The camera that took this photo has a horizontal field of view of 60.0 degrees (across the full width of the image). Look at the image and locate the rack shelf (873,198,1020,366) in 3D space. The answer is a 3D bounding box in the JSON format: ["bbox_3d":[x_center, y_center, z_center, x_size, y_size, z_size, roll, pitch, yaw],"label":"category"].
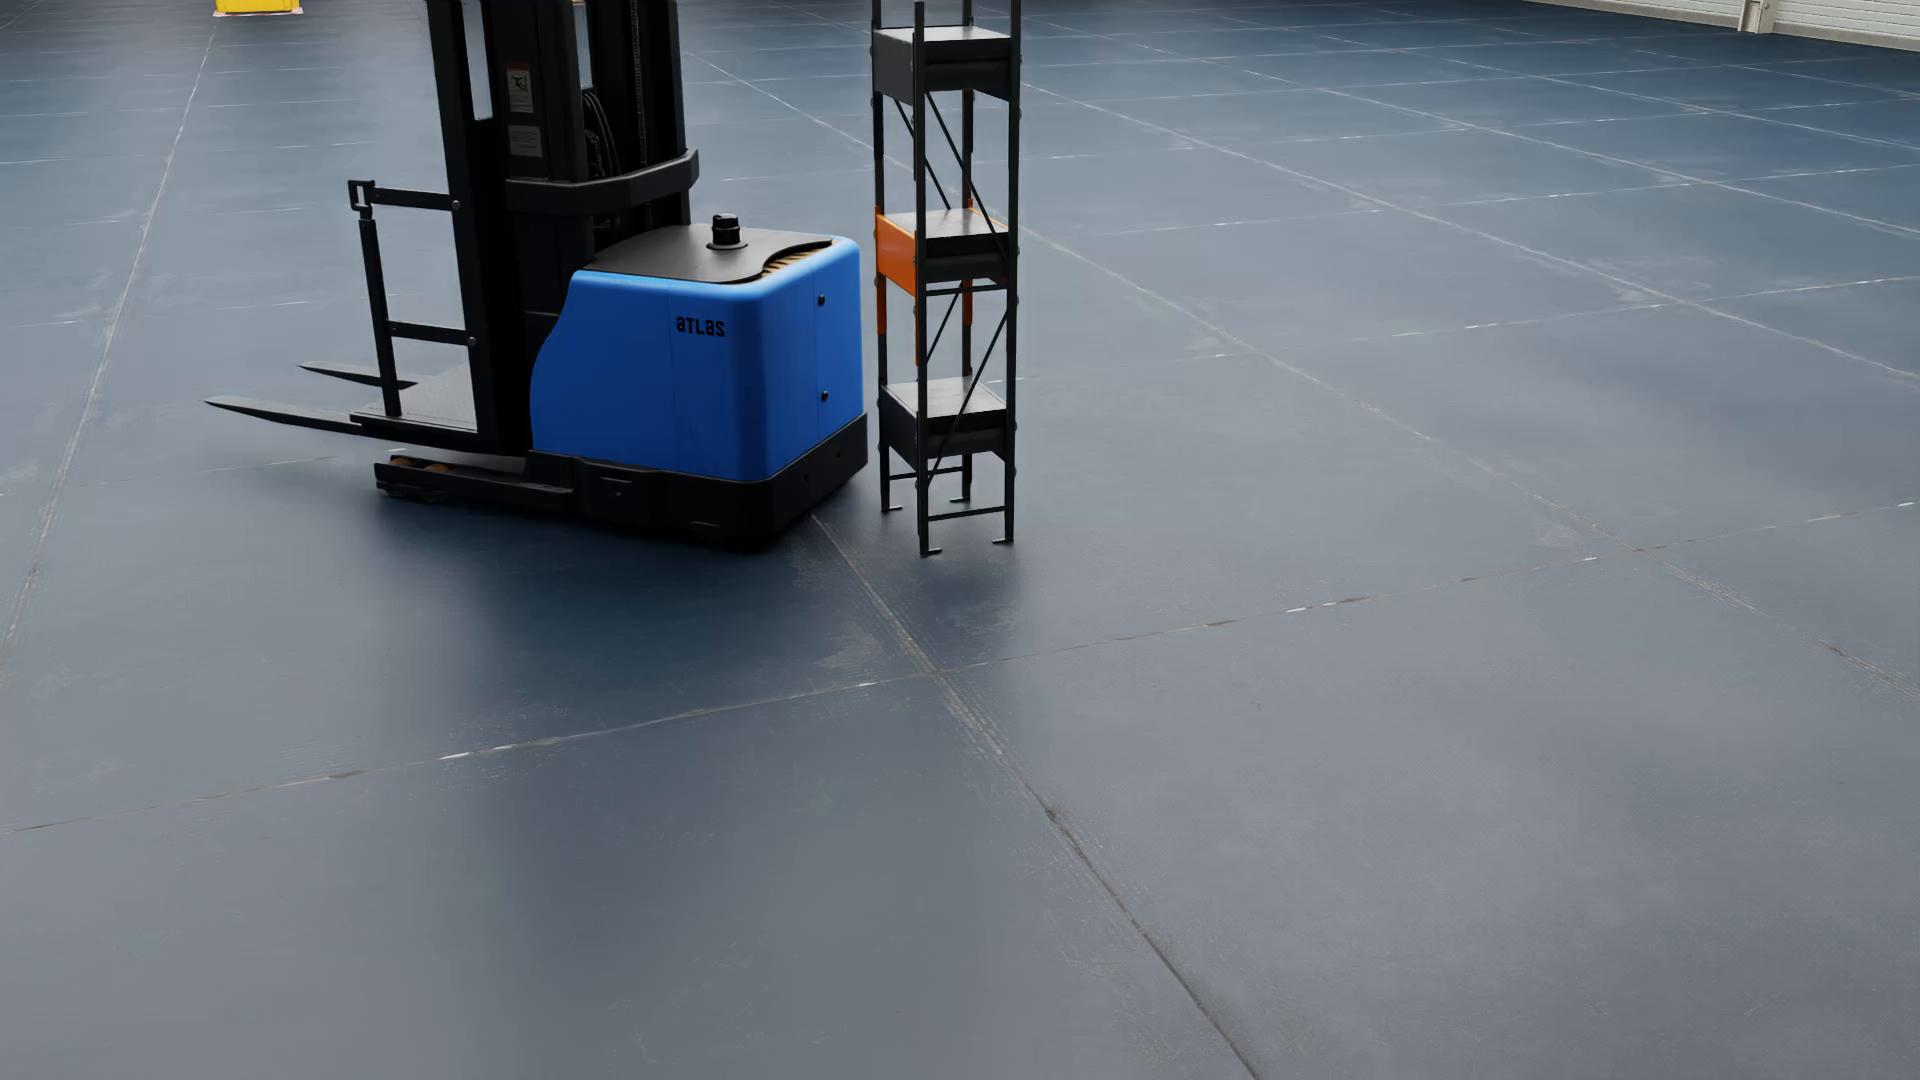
[{"bbox_3d":[-0.058,-1.015,6.490,0.431,0.518,0.480,-8,24,-19],"label":"rack shelf"}]

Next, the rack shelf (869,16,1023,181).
[{"bbox_3d":[-0.058,-1.660,6.218,0.431,0.518,0.480,-8,24,-19],"label":"rack shelf"}]

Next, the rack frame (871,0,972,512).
[{"bbox_3d":[-0.145,-1.116,6.695,0.400,2.100,0.015,-8,24,-19],"label":"rack frame"}]

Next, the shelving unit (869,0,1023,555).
[{"bbox_3d":[-0.058,-1.028,6.485,0.431,2.100,0.503,-8,24,-19],"label":"shelving unit"}]

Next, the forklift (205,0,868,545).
[{"bbox_3d":[-1.976,-1.686,6.976,3.031,2.935,1.130,9,25,21],"label":"forklift"}]

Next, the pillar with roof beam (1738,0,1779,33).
[{"bbox_3d":[7.728,-11.068,21.424,9.100,9.000,0.400,-8,24,-19],"label":"pillar with roof beam"}]

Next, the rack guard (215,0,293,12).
[{"bbox_3d":[-11.699,-9.025,27.520,1.175,0.500,0.348,-8,24,-19],"label":"rack guard"}]

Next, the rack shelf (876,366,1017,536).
[{"bbox_3d":[-0.058,-0.370,6.762,0.431,0.518,0.480,-8,24,-19],"label":"rack shelf"}]

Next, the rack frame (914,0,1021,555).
[{"bbox_3d":[0.028,-0.939,6.275,0.400,2.100,0.015,-8,24,-19],"label":"rack frame"}]
